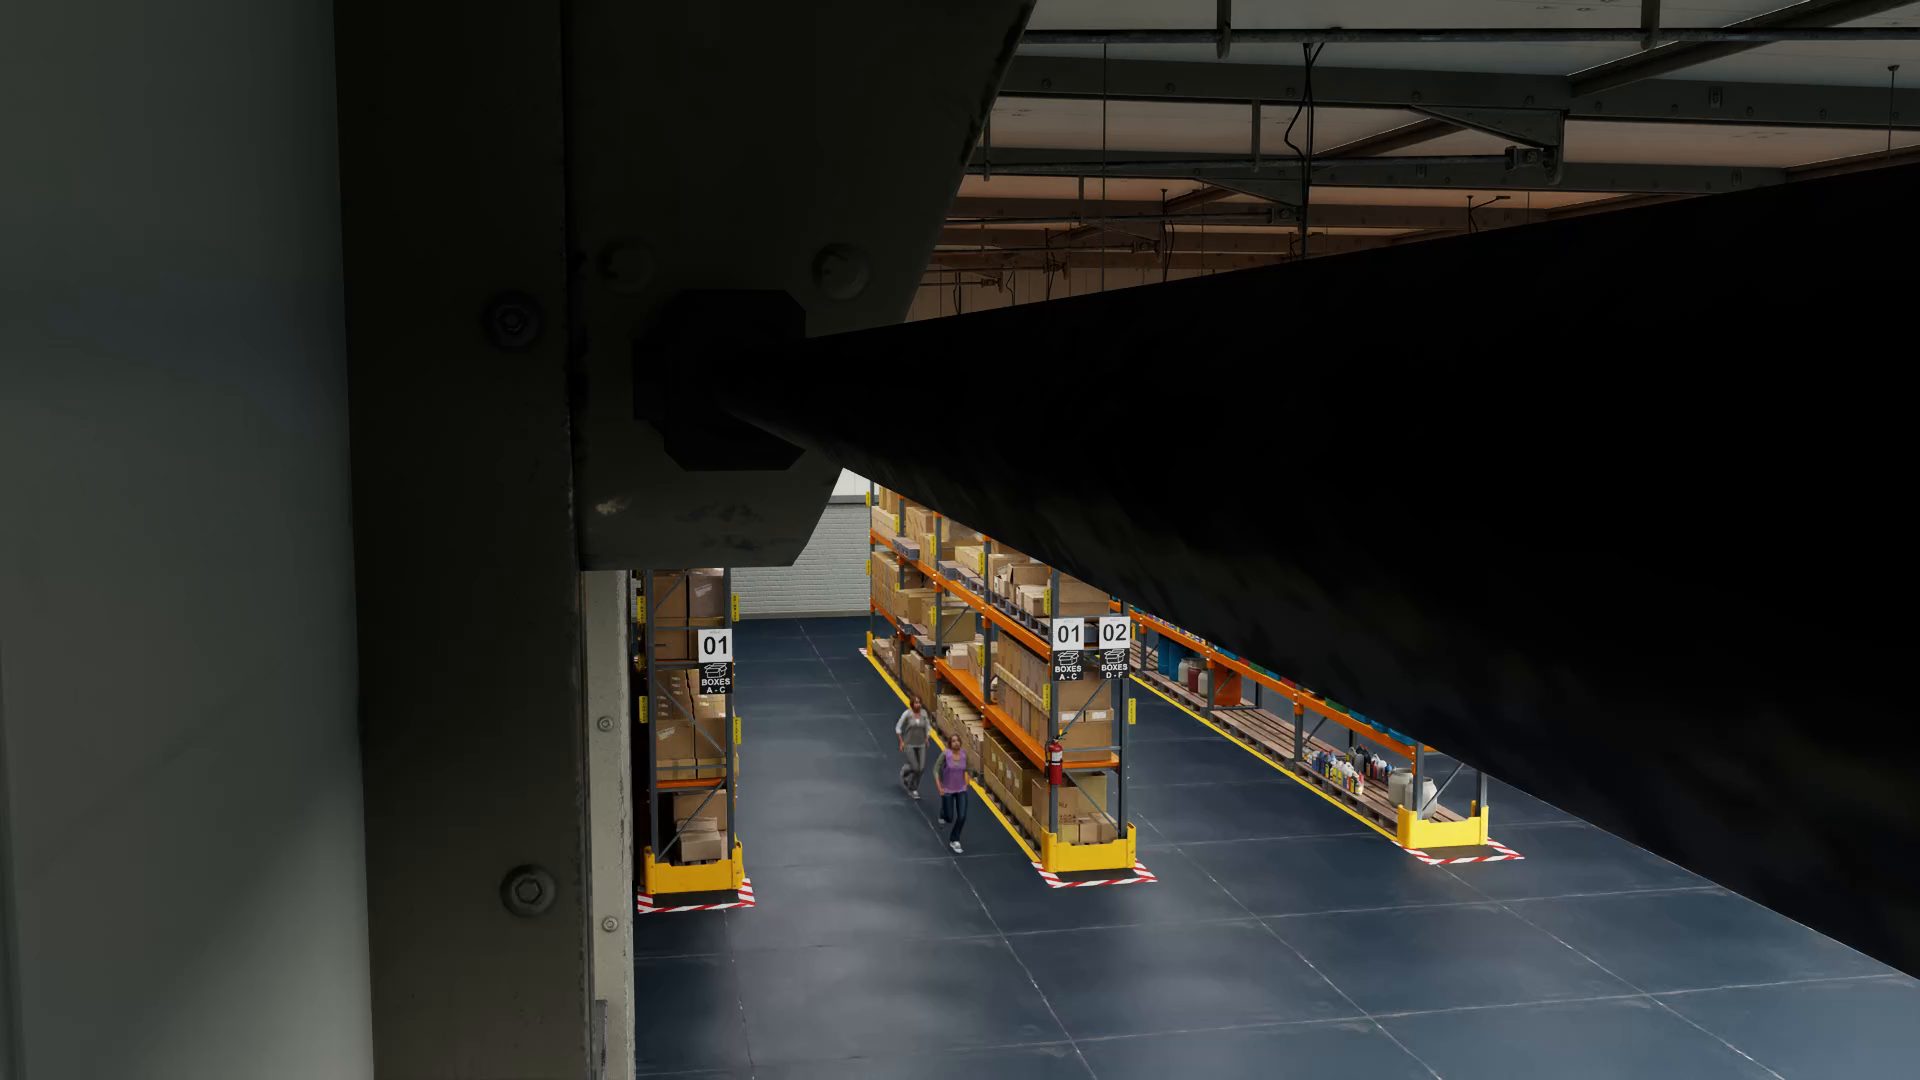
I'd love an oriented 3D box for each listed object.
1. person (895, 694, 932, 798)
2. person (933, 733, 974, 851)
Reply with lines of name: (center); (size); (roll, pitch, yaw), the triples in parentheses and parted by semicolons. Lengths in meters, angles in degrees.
person: (-0.666, 3.024, 24.396); (0.523, 1.551, 0.578); (-2, 6, -21)
person: (-0.076, 3.293, 21.855); (0.543, 1.535, 0.527); (-1, 6, -12)
